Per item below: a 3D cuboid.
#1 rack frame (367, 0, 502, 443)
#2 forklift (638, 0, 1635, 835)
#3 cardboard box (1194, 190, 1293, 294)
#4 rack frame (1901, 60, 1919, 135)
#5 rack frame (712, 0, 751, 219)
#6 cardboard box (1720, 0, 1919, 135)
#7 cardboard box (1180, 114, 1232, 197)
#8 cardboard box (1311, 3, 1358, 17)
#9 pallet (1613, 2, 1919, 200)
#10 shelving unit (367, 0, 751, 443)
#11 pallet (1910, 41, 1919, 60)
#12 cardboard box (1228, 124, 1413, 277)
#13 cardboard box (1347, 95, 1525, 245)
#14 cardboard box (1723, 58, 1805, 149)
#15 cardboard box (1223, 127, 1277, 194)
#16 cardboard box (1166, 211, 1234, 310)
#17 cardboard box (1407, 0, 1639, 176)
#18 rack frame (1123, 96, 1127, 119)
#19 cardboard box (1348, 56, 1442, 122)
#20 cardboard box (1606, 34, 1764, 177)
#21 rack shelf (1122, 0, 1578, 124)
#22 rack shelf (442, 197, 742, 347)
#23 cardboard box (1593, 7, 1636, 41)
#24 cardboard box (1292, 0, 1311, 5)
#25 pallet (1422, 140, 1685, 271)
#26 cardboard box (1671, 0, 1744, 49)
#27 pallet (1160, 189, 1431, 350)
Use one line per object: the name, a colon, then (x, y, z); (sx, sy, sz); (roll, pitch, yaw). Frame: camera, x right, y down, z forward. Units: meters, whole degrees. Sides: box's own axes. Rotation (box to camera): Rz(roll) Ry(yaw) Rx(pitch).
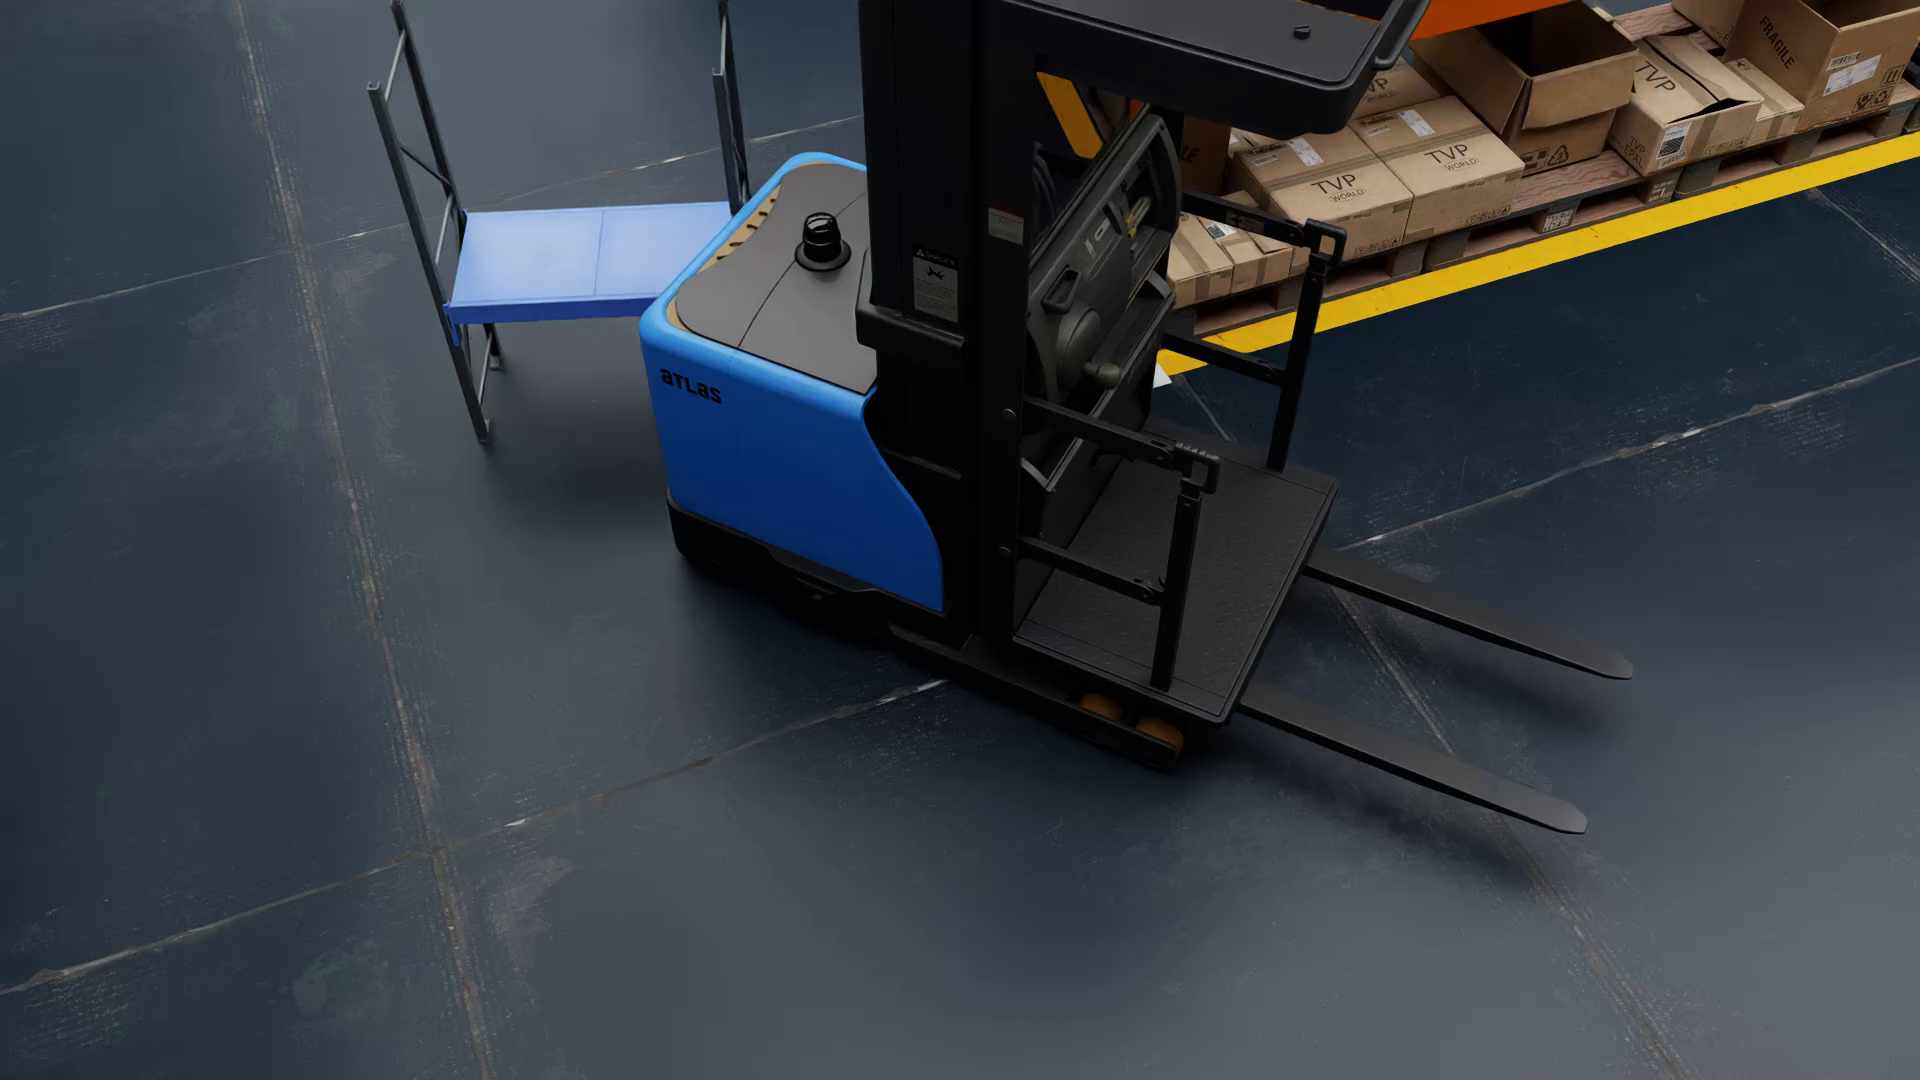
rack frame: (-1.756, -1.033, 5.648); (0.032, 1.500, 0.500); (-3, 49, -3)
forklift: (0.580, -0.717, 4.434); (3.031, 2.935, 1.130); (21, 53, 17)
cardboard box: (1.058, -1.143, 6.332); (0.250, 0.166, 0.380); (-17, 52, -14)
rack frame: (4.012, -3.119, 6.452); (0.127, 3.000, 1.000); (-17, 52, -14)
rack frame: (-0.742, -1.087, 5.695); (0.032, 1.500, 0.500); (-3, 49, -3)
cardboard box: (3.592, -2.086, 6.922); (0.500, 0.500, 0.500); (-17, 52, -14)
cardboard box: (0.719, -1.630, 6.530); (0.500, 0.500, 0.500); (-17, 52, -14)
cardboard box: (1.295, -2.098, 5.509); (0.500, 0.500, 0.500); (-18, 52, -15)
pallet: (3.376, -2.014, 7.341); (1.213, 0.211, 1.003); (-17, 52, -14)
shelving unit: (-1.249, -1.060, 5.672); (1.048, 1.500, 0.538); (-3, 49, -3)
pallet: (4.751, -2.471, 7.733); (1.213, 0.211, 1.003); (-17, 52, -14)
cardboard box: (1.382, -1.320, 6.429); (0.500, 0.250, 0.500); (-17, 52, -14)
cardboard box: (1.845, -1.463, 6.552); (0.500, 0.250, 0.500); (-17, 52, -14)
cardboard box: (3.267, -1.822, 6.926); (0.250, 0.149, 0.380); (-17, 52, -14)
cardboard box: (1.128, -1.574, 6.702); (0.250, 0.166, 0.380); (-17, 52, -14)
cardboard box: (0.827, -1.065, 6.277); (0.250, 0.149, 0.380); (-17, 52, -14)
cardboard box: (2.275, -1.907, 6.766); (0.637, 0.503, 0.797); (-17, 52, -14)
rack frame: (0.309, -1.972, 5.466); (0.127, 3.000, 1.000); (-17, 52, -14)
cardboard box: (1.610, -1.800, 6.841); (0.500, 0.250, 0.500); (-17, 52, -14)
cardboard box: (2.897, -1.809, 6.809); (0.500, 0.311, 0.500); (-17, 52, -14)
rack shelf: (2.160, -2.311, 6.232); (4.000, 0.370, 1.077); (-17, 52, -14)
rack shelf: (-1.249, -0.943, 5.808); (1.000, 0.185, 0.538); (-3, 49, -3)
cardboard box: (2.745, -2.116, 7.168); (0.250, 0.166, 0.380); (-17, 52, -14)
cardboard box: (0.819, -1.947, 5.379); (0.500, 0.500, 0.500); (-16, 51, -13)
pallet: (2.245, -1.662, 7.038); (1.213, 0.211, 1.003); (-17, 52, -14)
cardboard box: (3.542, -2.418, 7.332); (0.500, 0.311, 0.500); (-17, 52, -14)
pallet: (1.117, -1.315, 6.740); (1.213, 0.211, 1.003); (-17, 52, -14)
